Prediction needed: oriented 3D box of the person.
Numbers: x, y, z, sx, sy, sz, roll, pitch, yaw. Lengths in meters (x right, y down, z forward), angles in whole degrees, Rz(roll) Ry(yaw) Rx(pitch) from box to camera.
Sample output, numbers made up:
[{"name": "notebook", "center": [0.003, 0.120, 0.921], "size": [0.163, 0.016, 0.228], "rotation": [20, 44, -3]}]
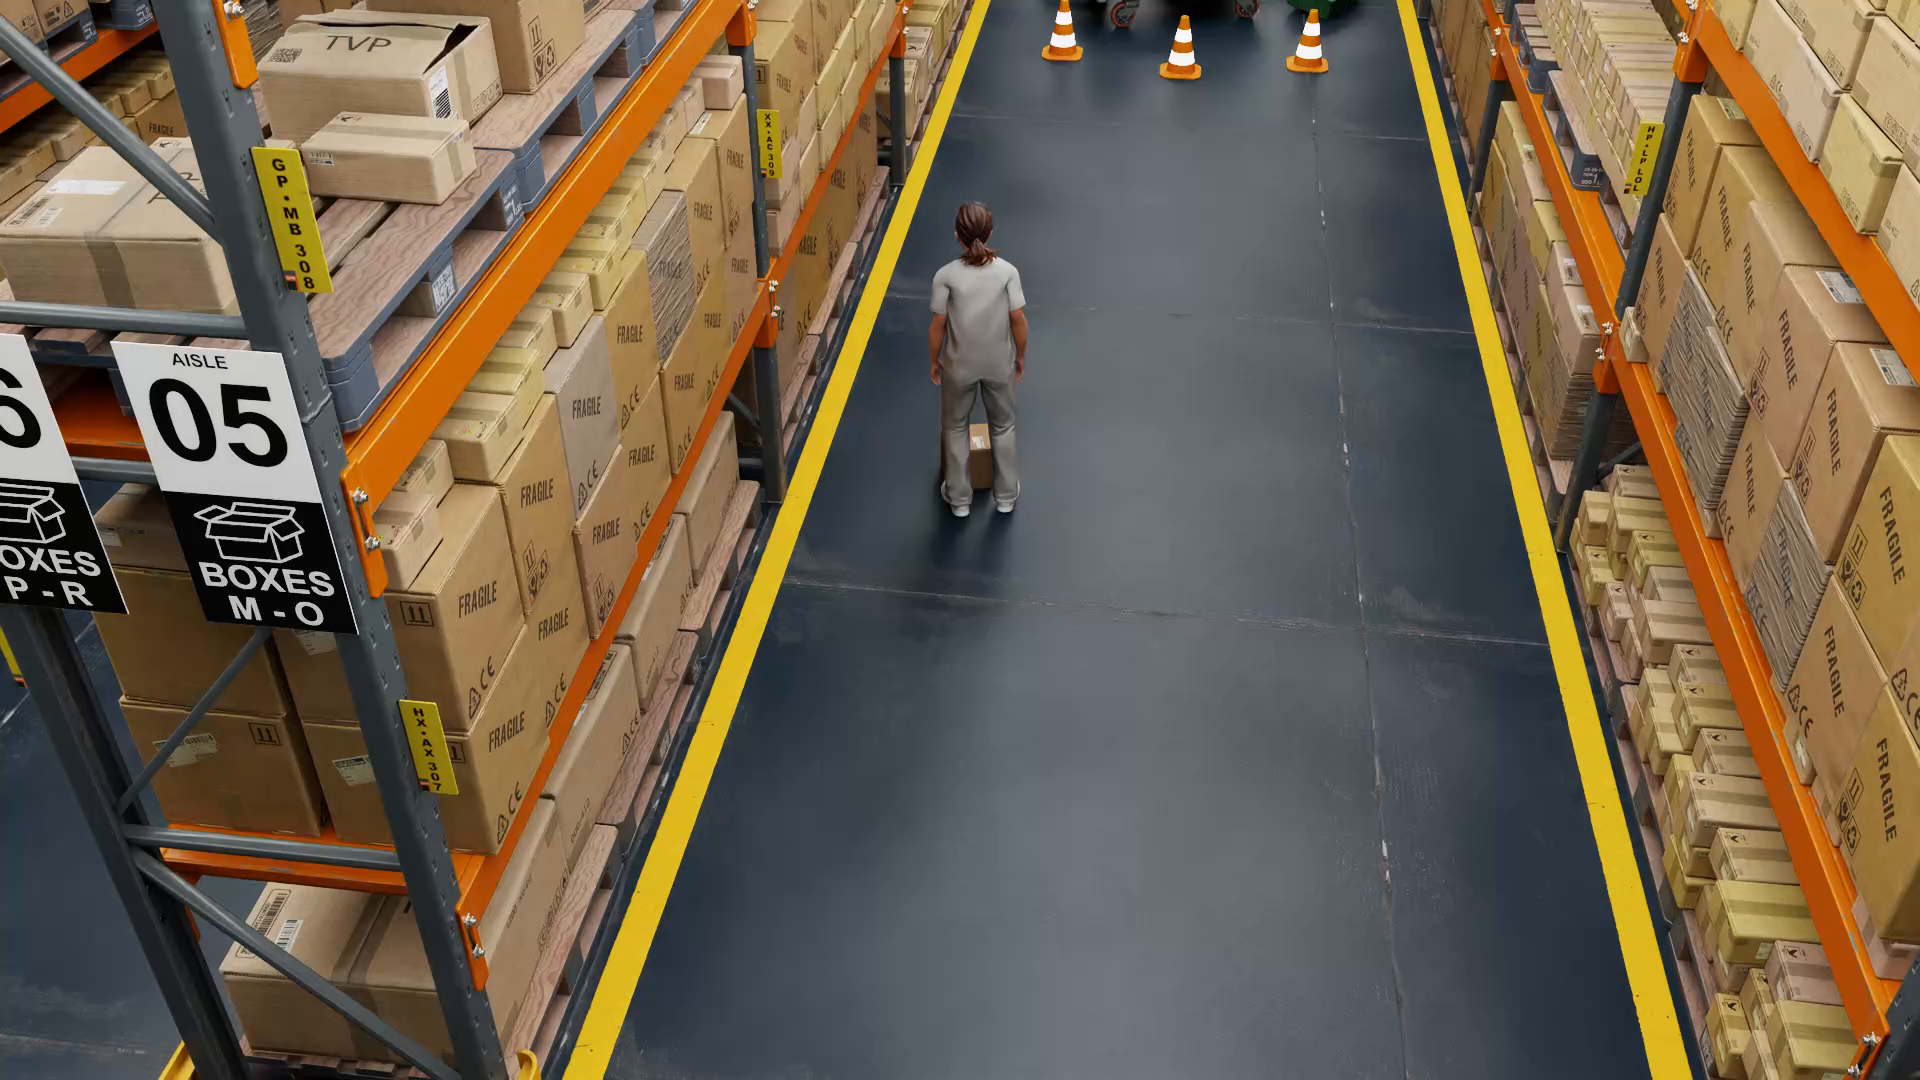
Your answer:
[{"name": "person", "center": [0.085, -0.869, 8.224], "size": [0.486, 1.672, 0.363], "rotation": [-3, 36, -5]}]
